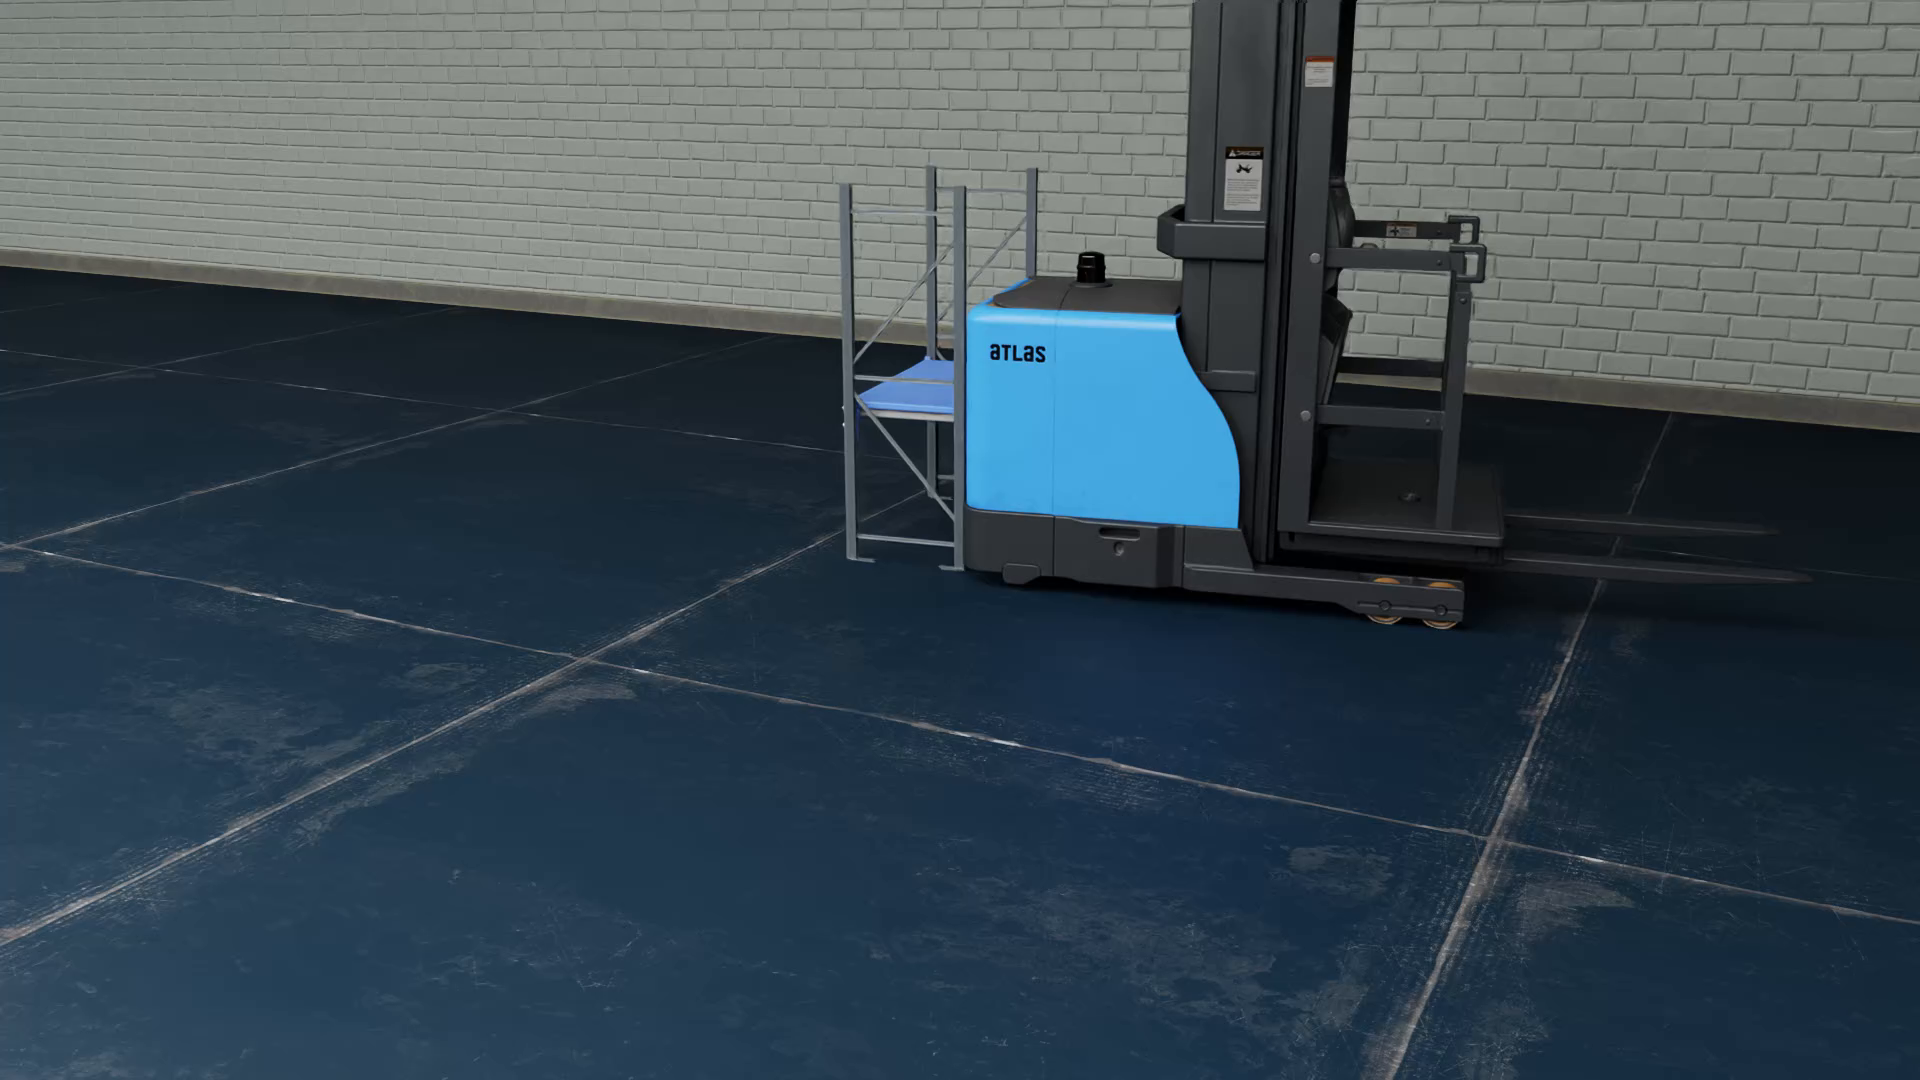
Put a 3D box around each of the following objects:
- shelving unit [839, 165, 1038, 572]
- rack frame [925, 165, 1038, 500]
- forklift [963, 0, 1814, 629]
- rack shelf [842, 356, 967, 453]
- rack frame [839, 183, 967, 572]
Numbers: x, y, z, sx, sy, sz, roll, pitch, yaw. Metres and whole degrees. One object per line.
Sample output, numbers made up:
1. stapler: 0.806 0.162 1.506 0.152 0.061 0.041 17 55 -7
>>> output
1. shelving unit: -0.062 -0.757 6.937 0.538 1.500 1.048 5 17 17
2. rack frame: 0.093 -0.895 7.401 0.500 1.500 0.032 5 17 17
3. forklift: 1.587 -1.254 6.097 3.031 2.935 1.130 4 17 15
4. rack shelf: -0.062 -0.584 6.988 0.538 0.185 1.000 5 17 17
5. rack frame: -0.217 -0.619 6.473 0.500 1.500 0.032 5 17 17
